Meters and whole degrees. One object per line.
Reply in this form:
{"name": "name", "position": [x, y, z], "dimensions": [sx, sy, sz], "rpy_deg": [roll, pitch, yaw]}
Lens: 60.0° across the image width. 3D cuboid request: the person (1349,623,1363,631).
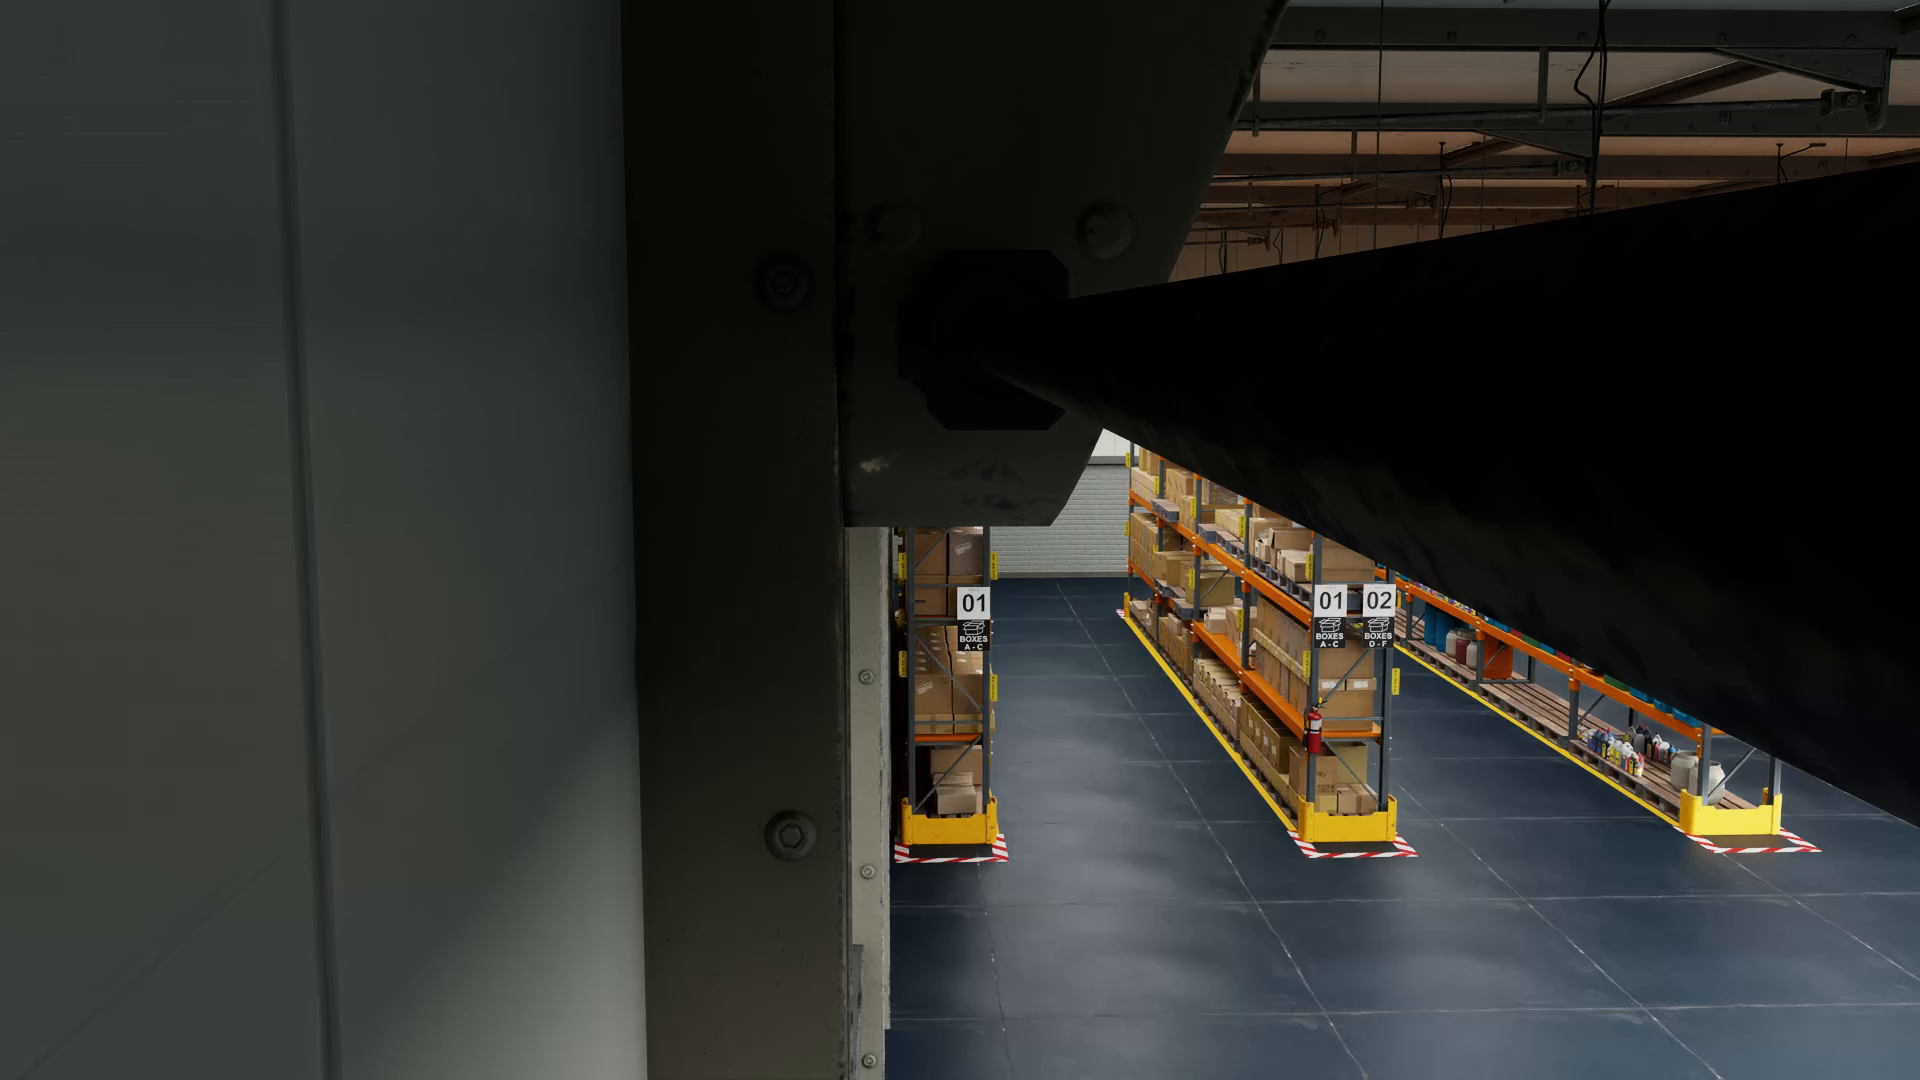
{"name": "person", "position": [6.701, 1.806, 28.556], "dimensions": [0.733, 1.745, 0.802], "rpy_deg": [-1, 7, -9]}
